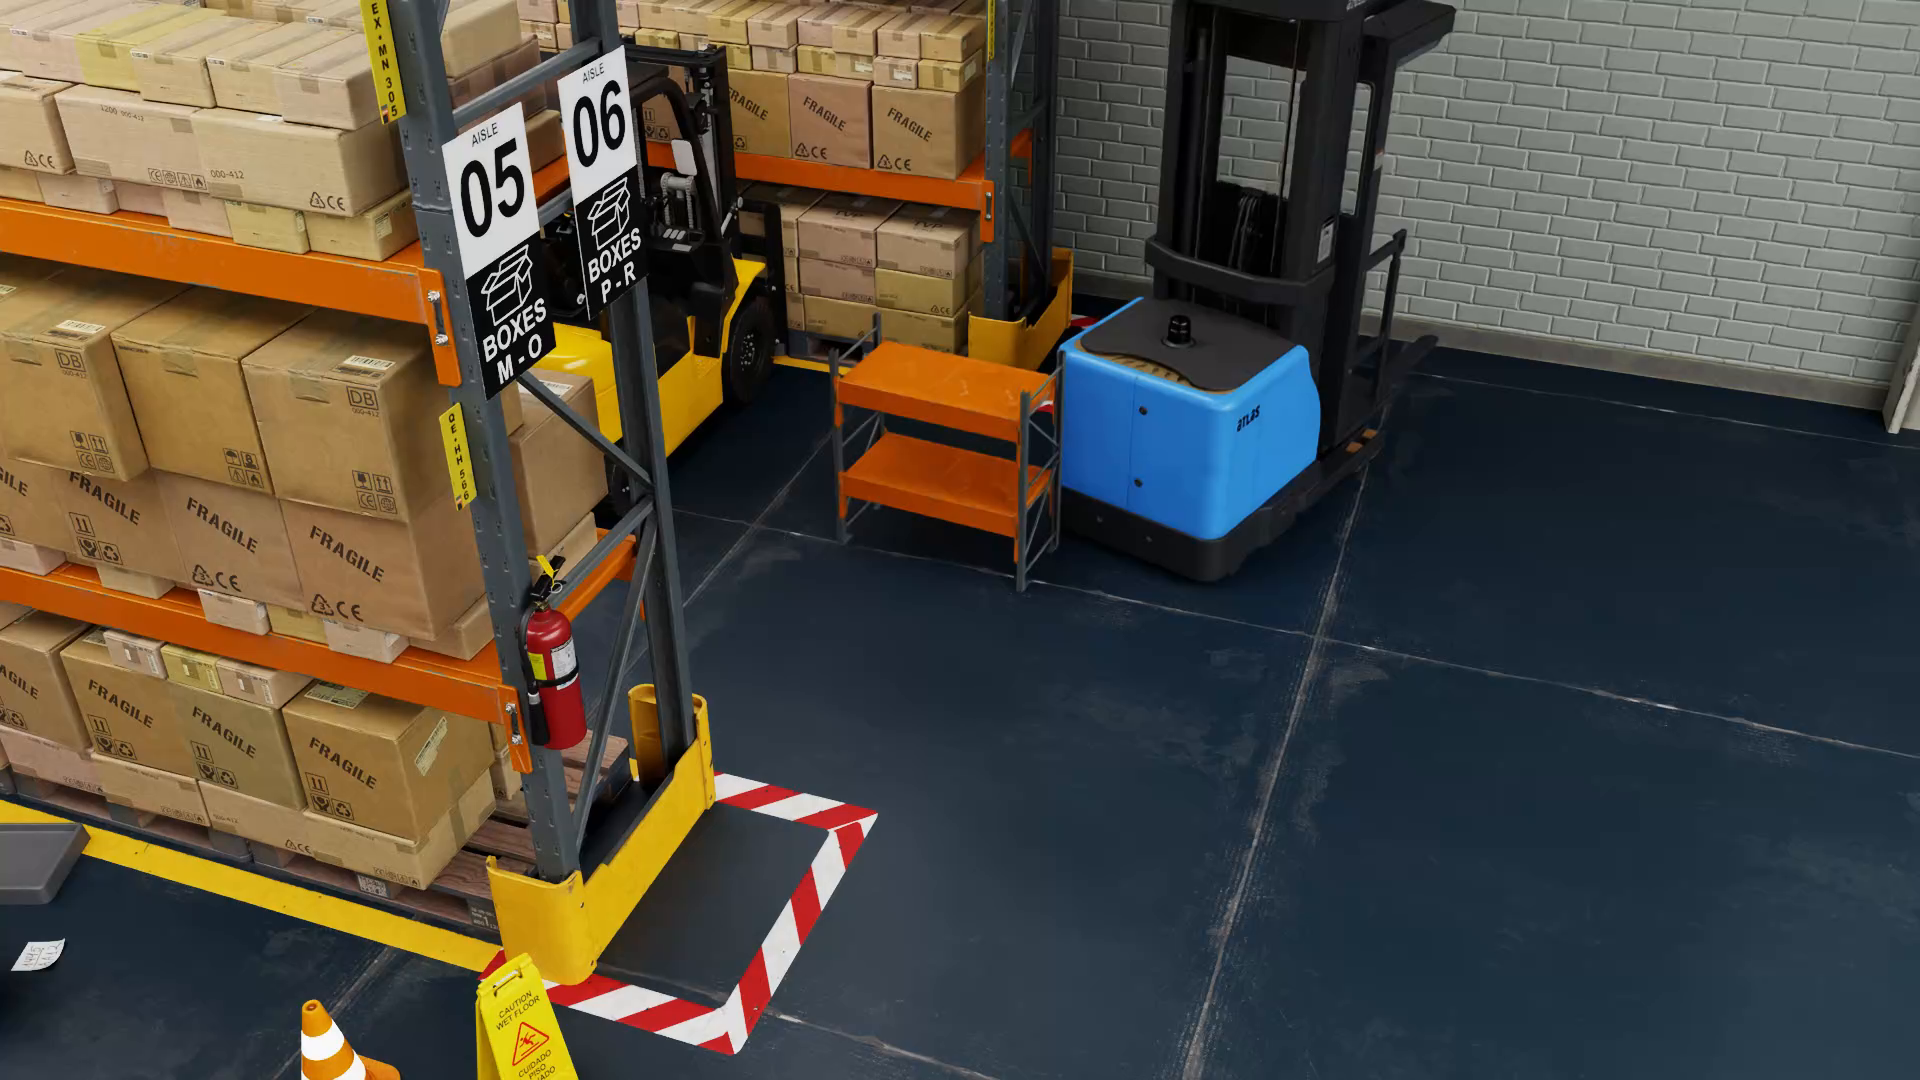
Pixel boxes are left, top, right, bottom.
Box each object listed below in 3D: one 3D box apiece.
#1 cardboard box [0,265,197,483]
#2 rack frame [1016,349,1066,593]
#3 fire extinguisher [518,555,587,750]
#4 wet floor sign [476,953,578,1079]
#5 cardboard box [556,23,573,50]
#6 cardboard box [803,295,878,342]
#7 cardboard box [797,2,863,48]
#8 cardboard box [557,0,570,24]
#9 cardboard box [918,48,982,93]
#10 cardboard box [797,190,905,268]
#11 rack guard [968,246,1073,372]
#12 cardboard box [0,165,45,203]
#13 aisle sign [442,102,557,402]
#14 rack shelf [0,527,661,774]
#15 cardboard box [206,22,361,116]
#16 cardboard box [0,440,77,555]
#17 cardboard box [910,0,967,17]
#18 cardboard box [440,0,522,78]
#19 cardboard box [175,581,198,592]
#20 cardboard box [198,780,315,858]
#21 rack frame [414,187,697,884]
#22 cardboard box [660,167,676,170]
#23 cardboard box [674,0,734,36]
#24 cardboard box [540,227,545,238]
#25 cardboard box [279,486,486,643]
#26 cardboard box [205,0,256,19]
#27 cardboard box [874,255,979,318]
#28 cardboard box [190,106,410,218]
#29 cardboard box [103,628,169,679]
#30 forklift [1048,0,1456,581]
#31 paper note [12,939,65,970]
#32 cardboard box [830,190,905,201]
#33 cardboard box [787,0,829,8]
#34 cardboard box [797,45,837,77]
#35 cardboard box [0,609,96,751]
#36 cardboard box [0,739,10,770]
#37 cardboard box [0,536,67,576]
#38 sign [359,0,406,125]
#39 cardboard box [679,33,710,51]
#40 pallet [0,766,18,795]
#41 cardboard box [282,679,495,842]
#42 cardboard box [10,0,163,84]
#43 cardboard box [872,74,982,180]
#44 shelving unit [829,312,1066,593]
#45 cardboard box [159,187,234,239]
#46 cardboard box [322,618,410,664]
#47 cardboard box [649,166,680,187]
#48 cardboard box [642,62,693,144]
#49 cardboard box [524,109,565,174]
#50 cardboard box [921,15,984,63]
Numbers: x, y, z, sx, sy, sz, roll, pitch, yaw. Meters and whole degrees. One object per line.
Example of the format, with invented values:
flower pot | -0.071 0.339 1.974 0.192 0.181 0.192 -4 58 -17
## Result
cardboard box | -2.848 -0.615 5.649 0.500 0.500 0.700 11 34 16
rack frame | 0.400 -0.332 8.227 0.032 1.125 0.500 14 35 21
fire extinguisher | -1.353 0.380 5.468 0.183 0.674 0.296 11 34 16
wet floor sign | -1.487 1.661 5.582 0.232 0.644 0.267 24 40 32
cardboard box | -2.235 -3.086 10.075 0.250 0.149 0.380 11 34 16
cardboard box | -0.648 -1.486 10.434 0.500 0.250 0.500 11 34 16
cardboard box | -0.749 -2.989 9.649 0.250 0.149 0.380 11 35 17
cardboard box | -2.218 -3.229 10.021 0.250 0.149 0.380 10 34 16
cardboard box | -0.055 -2.679 9.444 0.250 0.149 0.380 12 35 17
cardboard box | -0.655 -1.901 10.155 0.500 0.250 0.500 12 35 17
rack guard | 0.389 -1.390 10.442 0.348 0.500 1.175 11 34 16
cardboard box | -2.931 -1.235 5.363 0.250 0.149 0.380 10 34 15
aisle sign | -1.344 -0.842 4.892 0.004 0.787 0.394 11 34 16
rack shelf | -3.188 0.027 6.606 4.000 0.370 1.077 11 34 16
cardboard box | -1.953 -1.377 4.848 0.250 0.149 0.380 12 35 17
cardboard box | -3.319 -0.324 6.121 0.500 0.500 0.500 11 35 17
cardboard box | -0.107 -3.135 9.876 0.250 0.149 0.380 12 35 18
cardboard box | -1.571 -1.568 5.144 0.250 0.149 0.380 11 34 16
cardboard box | -2.685 0.039 6.155 0.250 0.149 0.380 11 35 17
cardboard box | -2.642 0.960 6.645 0.500 0.250 0.500 11 34 17
rack frame | -1.305 0.091 5.844 0.127 3.000 1.000 11 34 16
cardboard box | -1.917 -2.442 10.993 0.500 0.250 0.500 11 35 17
cardboard box | -1.488 -3.119 9.852 0.250 0.149 0.380 12 35 17
cardboard box | -2.573 -2.070 10.878 0.500 0.250 0.500 11 34 16
cardboard box | -1.909 -0.035 5.672 0.500 0.500 0.500 10 34 16
cardboard box | -2.239 -1.767 5.453 0.250 0.149 0.380 11 34 16
cardboard box | -0.197 -1.605 10.157 0.500 0.250 0.500 11 34 16
cardboard box | -1.877 -1.187 4.922 0.500 0.250 0.500 11 34 16
cardboard box | -2.998 0.339 6.318 0.250 0.149 0.380 12 35 19
forklift | 1.766 -1.763 8.778 1.130 2.935 3.031 23 39 31
paper note | -3.486 1.568 6.293 0.148 0.019 0.142 0 33 0
cardboard box | -0.494 -2.160 10.556 0.500 0.250 0.500 11 34 17
cardboard box | -0.851 -3.249 10.052 0.250 0.149 0.380 12 35 18
cardboard box | -0.758 -2.841 9.694 0.250 0.149 0.380 11 34 16
cardboard box | -3.611 0.456 6.734 0.500 0.500 0.500 13 35 19
cardboard box | -4.100 0.675 7.086 0.500 0.250 0.500 13 35 19
cardboard box | -3.434 -0.043 6.283 0.250 0.149 0.380 11 34 16
sign | -1.511 -1.261 4.357 0.005 0.325 0.100 11 34 16
cardboard box | -1.475 -2.993 9.930 0.250 0.149 0.380 11 34 16
pallet | -4.426 0.635 7.571 1.213 0.211 1.003 11 34 16
cardboard box | -2.147 0.741 6.293 0.500 0.500 0.500 11 35 17
cardboard box | -2.648 -1.535 5.093 0.250 0.149 0.380 11 34 16
cardboard box | -0.186 -2.442 9.675 0.500 0.500 0.500 10 34 15
shelving unit | -0.060 -0.449 8.408 1.048 1.125 0.538 14 35 21
cardboard box | -2.219 -1.081 5.125 0.250 0.149 0.380 12 35 18
cardboard box | -2.005 0.248 5.833 0.250 0.149 0.380 11 34 16
cardboard box | -2.100 -2.185 10.595 0.500 0.250 0.500 12 35 18
cardboard box | -1.630 -2.722 10.108 0.500 0.500 0.500 11 35 17
cardboard box | -1.508 -1.290 5.449 0.250 0.149 0.380 11 34 17
cardboard box | -0.042 -2.842 9.421 0.250 0.149 0.380 11 34 17
